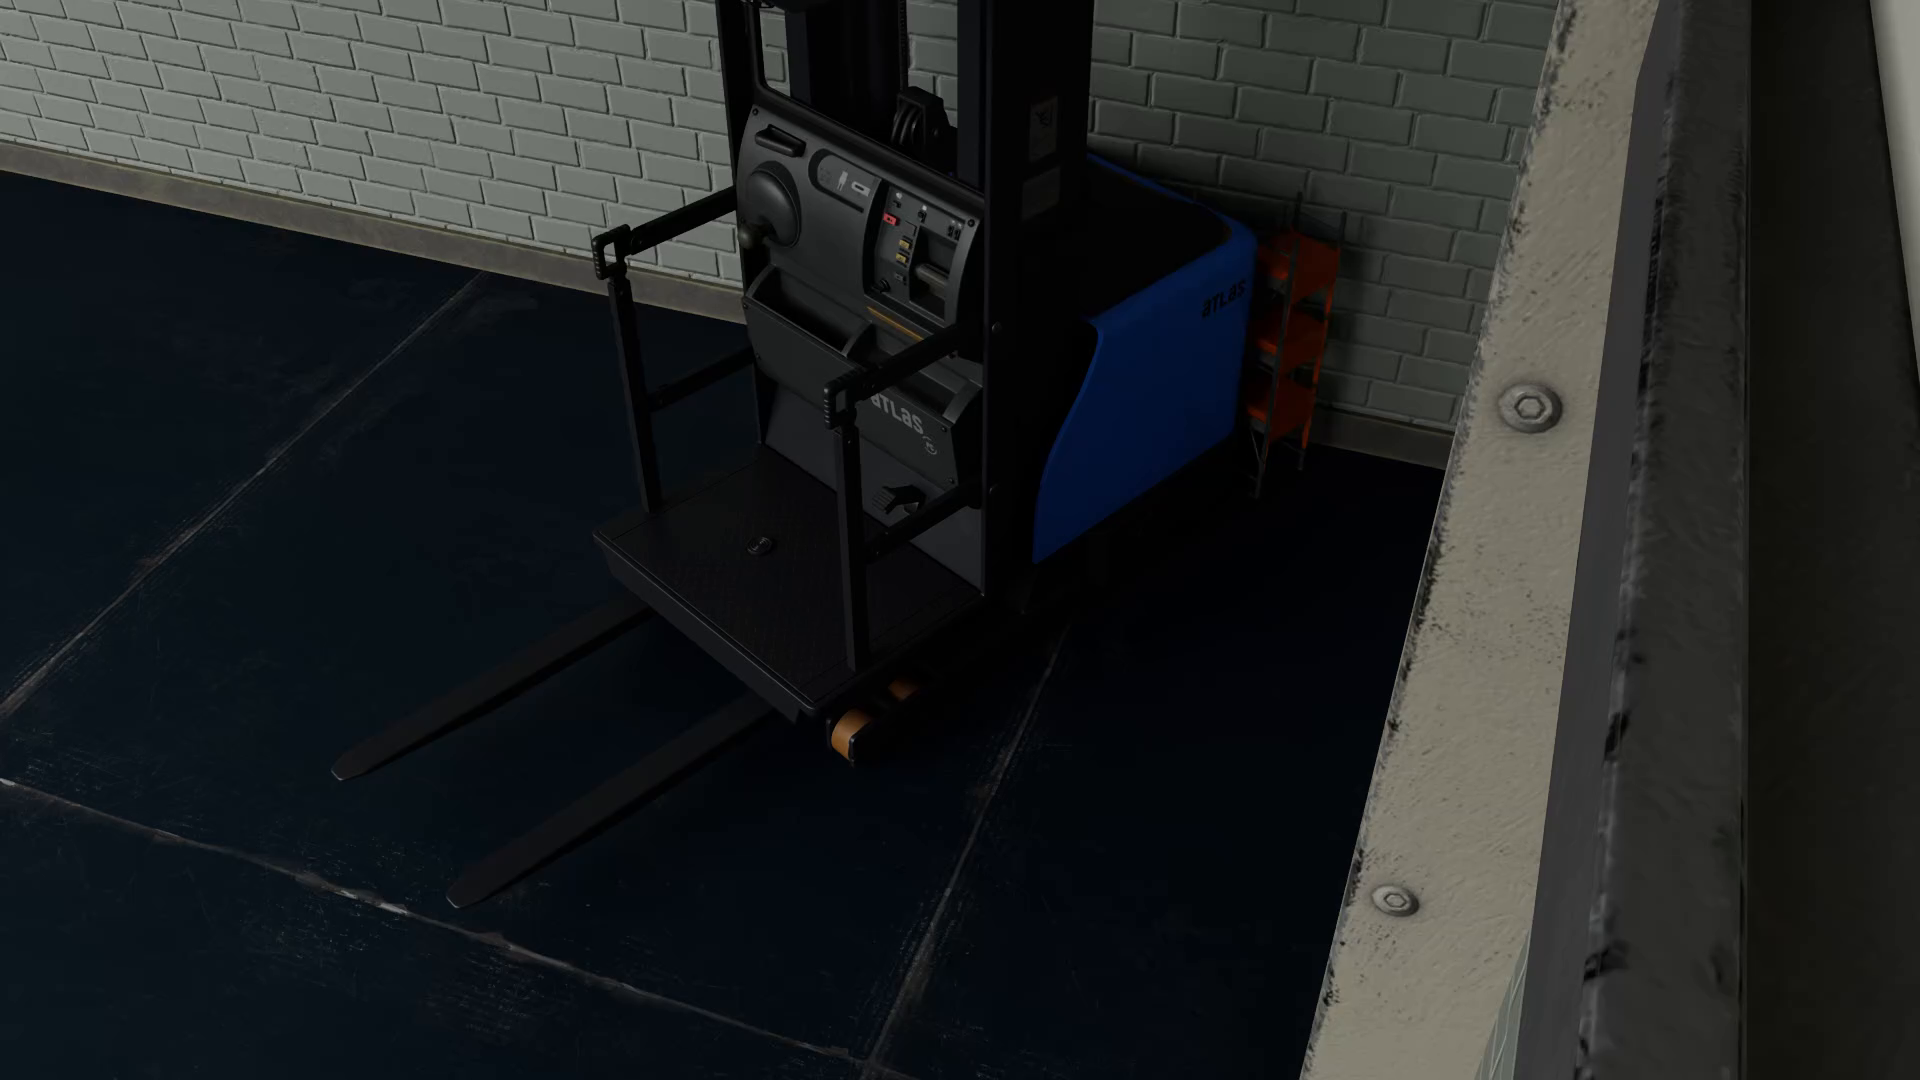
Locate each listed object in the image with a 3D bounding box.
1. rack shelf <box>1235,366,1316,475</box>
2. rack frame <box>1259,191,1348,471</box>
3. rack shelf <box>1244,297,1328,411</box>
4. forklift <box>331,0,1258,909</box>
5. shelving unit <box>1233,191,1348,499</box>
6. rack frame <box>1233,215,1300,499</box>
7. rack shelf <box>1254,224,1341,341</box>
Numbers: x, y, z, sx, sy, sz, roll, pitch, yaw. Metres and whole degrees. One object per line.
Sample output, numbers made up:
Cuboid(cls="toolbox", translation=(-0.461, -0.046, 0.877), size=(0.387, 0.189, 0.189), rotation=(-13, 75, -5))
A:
Cuboid(cls="rack shelf", translation=(1.087, -0.428, 5.886), size=(0.240, 0.259, 0.215), rotation=(-30, 49, -31))
Cuboid(cls="rack frame", translation=(1.179, -0.702, 5.764), size=(0.008, 1.050, 0.200), rotation=(-30, 49, -31))
Cuboid(cls="rack shelf", translation=(1.089, -0.641, 5.707), size=(0.240, 0.259, 0.215), rotation=(-30, 49, -31))
Cuboid(cls="forklift", translation=(-0.446, -0.833, 4.468), size=(3.031, 2.935, 1.130), rotation=(-32, 50, -32))
Cuboid(cls="shelving unit", translation=(1.089, -0.649, 5.700), size=(0.252, 1.050, 0.215), rotation=(-30, 49, -31))
Cuboid(cls="rack frame", translation=(0.999, -0.596, 5.637), size=(0.008, 1.050, 0.200), rotation=(-30, 49, -31))
Cuboid(cls="rack shelf", translation=(1.091, -0.858, 5.524), size=(0.240, 0.259, 0.215), rotation=(-30, 49, -31))
